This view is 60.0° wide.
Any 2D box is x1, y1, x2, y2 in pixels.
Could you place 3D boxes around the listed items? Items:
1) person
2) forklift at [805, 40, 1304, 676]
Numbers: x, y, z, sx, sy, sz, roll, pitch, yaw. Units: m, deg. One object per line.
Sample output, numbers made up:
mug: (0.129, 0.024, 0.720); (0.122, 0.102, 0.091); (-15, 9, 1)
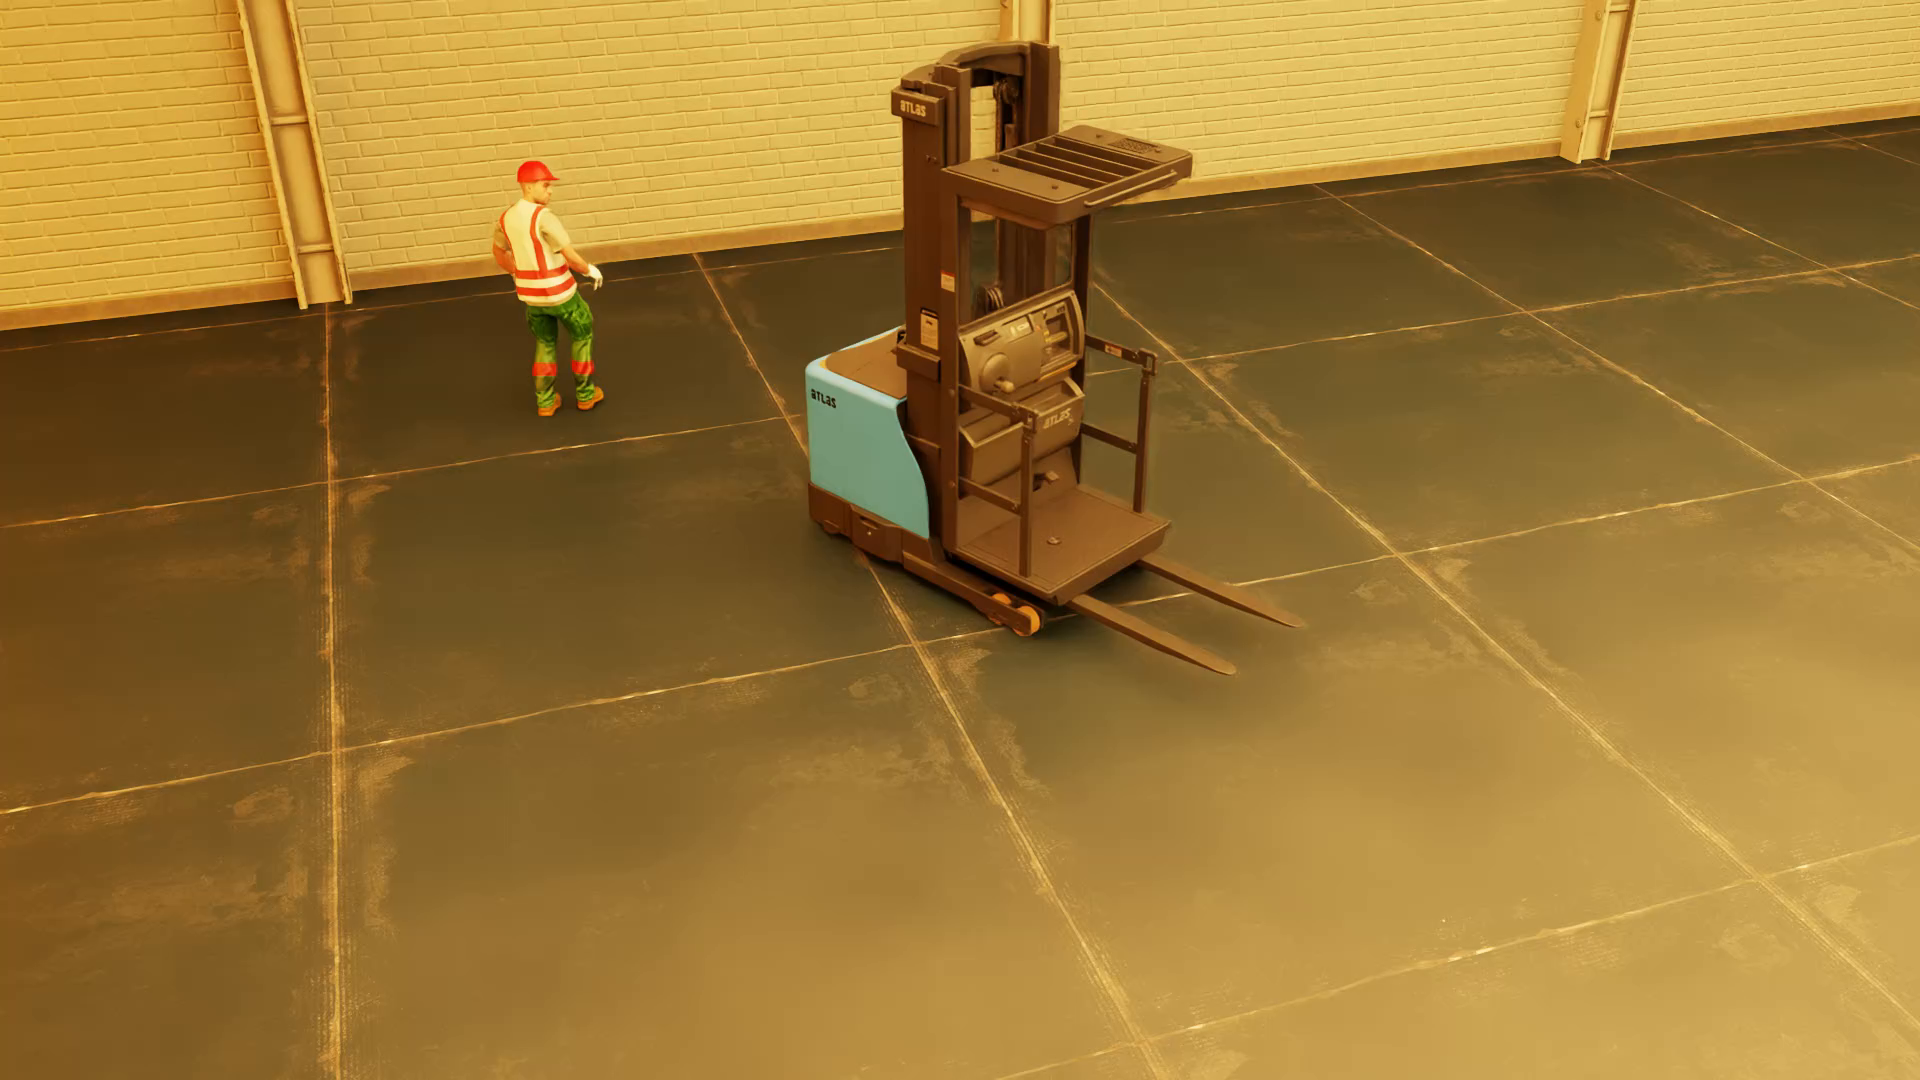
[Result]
person: (-2.774, -1.697, 11.239); (0.740, 1.741, 0.512); (11, 32, 18)
forklift: (0.497, -1.035, 8.886); (3.031, 2.935, 1.130); (25, 38, 37)
